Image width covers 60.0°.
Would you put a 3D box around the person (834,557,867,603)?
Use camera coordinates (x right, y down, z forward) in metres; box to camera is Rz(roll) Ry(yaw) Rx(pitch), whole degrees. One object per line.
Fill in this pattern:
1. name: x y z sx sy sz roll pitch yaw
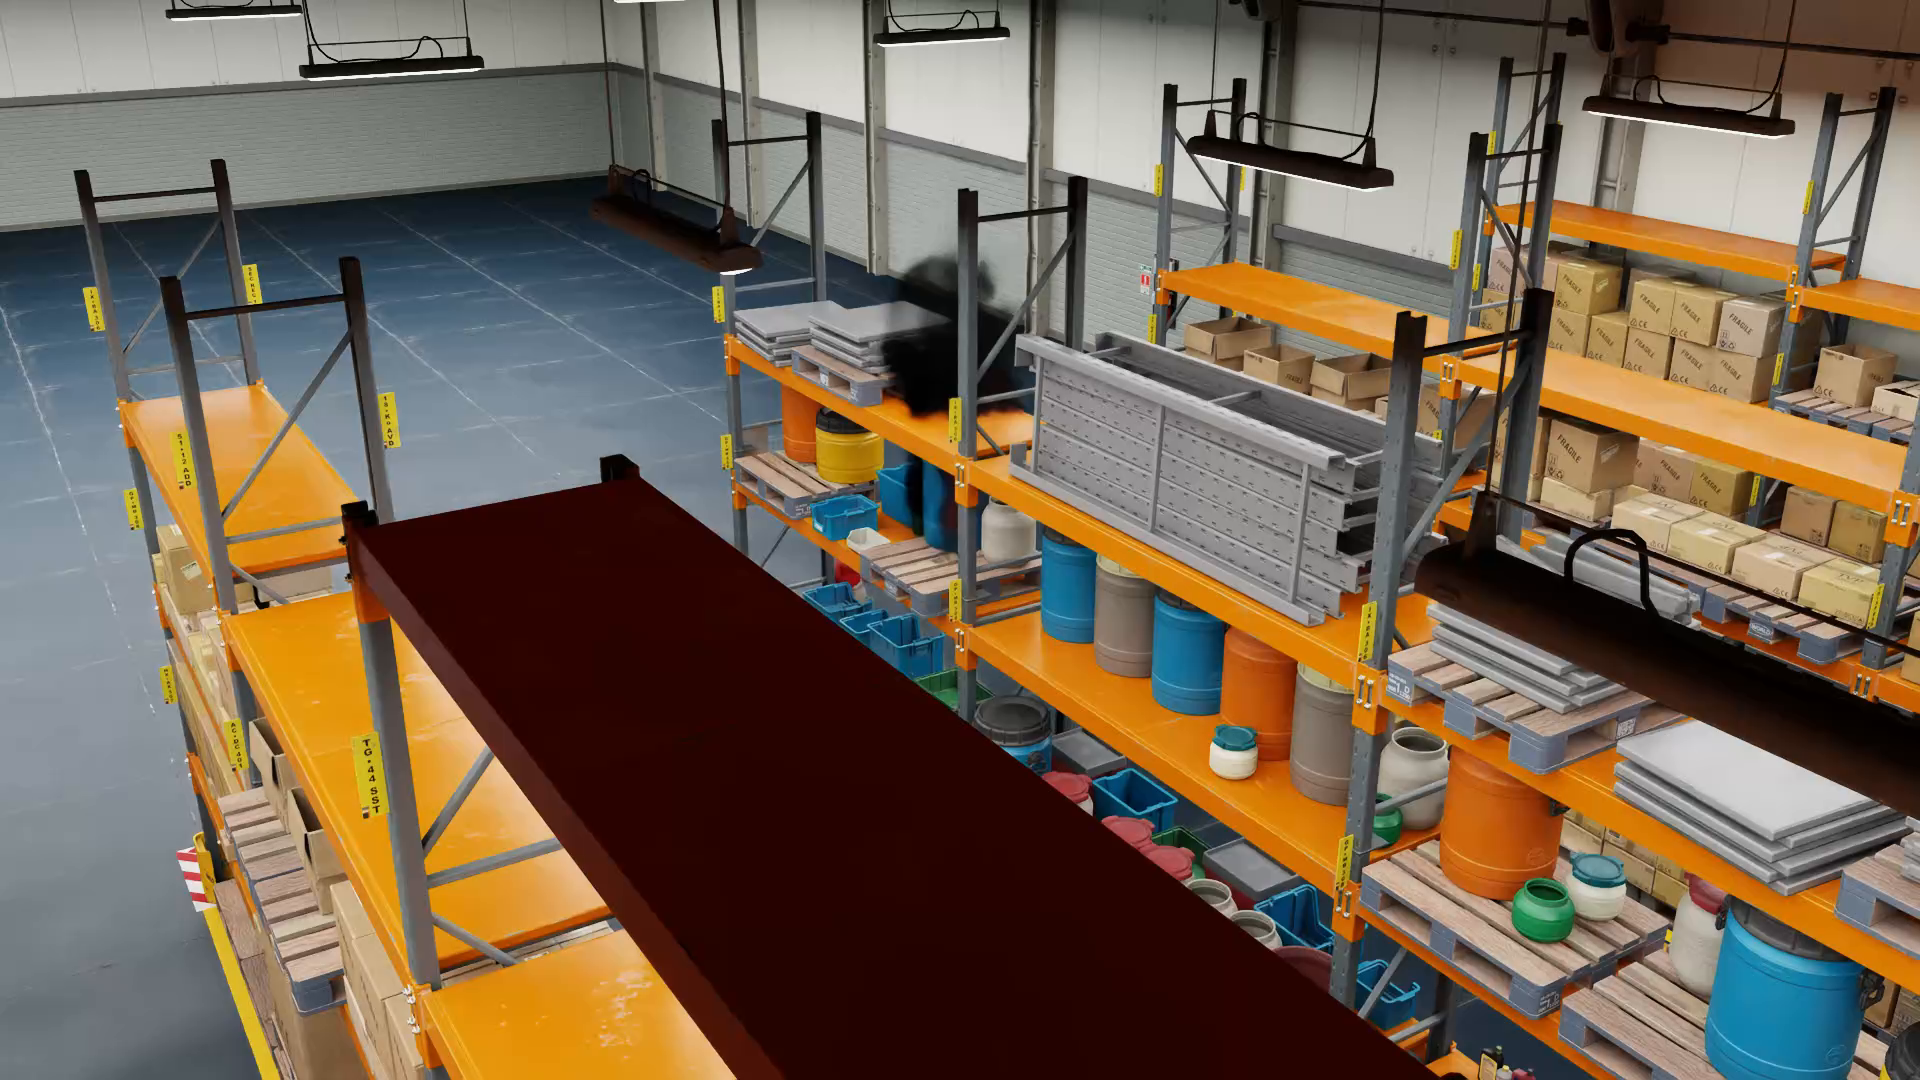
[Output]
1. person: -1.182 0.659 17.515 0.641 1.759 0.684 13 25 29
